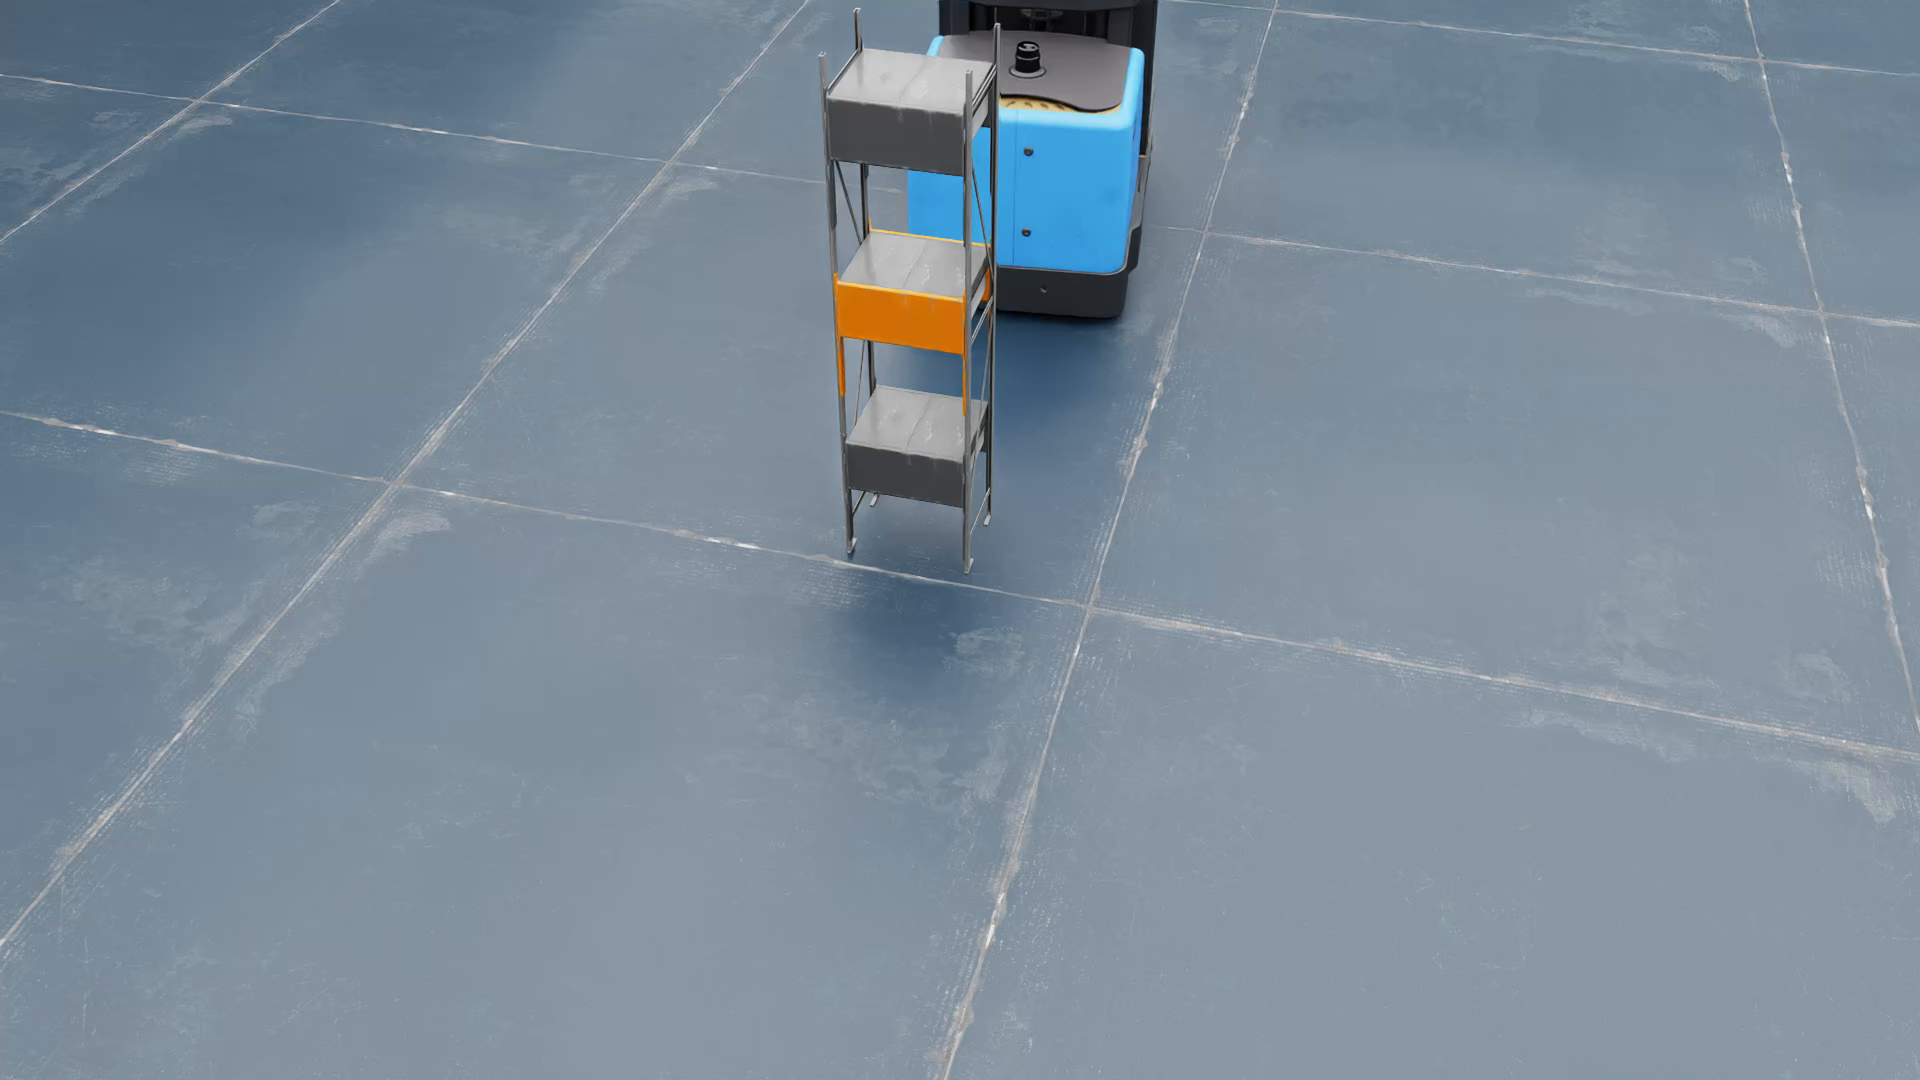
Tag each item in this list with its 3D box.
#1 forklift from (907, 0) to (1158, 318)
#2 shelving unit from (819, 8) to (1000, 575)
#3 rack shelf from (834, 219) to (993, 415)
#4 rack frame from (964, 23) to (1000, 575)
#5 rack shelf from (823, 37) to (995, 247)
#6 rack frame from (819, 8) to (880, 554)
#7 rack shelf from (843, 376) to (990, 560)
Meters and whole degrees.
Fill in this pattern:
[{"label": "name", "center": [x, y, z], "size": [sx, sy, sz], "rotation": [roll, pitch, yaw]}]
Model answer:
[{"label": "forklift", "center": [0.475, -3.123, 8.190], "size": [1.130, 2.935, 3.031], "rotation": [6, 40, 7]}, {"label": "shelving unit", "center": [-0.160, -0.832, 6.107], "size": [0.503, 2.100, 0.431], "rotation": [10, 41, 11]}, {"label": "rack shelf", "center": [-0.160, -0.821, 6.116], "size": [0.480, 0.518, 0.431], "rotation": [10, 41, 11]}, {"label": "rack frame", "center": [0.076, -0.791, 6.059], "size": [0.015, 2.100, 0.400], "rotation": [10, 41, 11]}, {"label": "rack shelf", "center": [-0.160, -1.357, 5.666], "size": [0.480, 0.518, 0.431], "rotation": [10, 41, 11]}, {"label": "rack frame", "center": [-0.396, -0.872, 6.156], "size": [0.015, 2.100, 0.400], "rotation": [10, 41, 11]}, {"label": "rack shelf", "center": [-0.160, -0.285, 6.566], "size": [0.480, 0.518, 0.431], "rotation": [10, 41, 11]}]
